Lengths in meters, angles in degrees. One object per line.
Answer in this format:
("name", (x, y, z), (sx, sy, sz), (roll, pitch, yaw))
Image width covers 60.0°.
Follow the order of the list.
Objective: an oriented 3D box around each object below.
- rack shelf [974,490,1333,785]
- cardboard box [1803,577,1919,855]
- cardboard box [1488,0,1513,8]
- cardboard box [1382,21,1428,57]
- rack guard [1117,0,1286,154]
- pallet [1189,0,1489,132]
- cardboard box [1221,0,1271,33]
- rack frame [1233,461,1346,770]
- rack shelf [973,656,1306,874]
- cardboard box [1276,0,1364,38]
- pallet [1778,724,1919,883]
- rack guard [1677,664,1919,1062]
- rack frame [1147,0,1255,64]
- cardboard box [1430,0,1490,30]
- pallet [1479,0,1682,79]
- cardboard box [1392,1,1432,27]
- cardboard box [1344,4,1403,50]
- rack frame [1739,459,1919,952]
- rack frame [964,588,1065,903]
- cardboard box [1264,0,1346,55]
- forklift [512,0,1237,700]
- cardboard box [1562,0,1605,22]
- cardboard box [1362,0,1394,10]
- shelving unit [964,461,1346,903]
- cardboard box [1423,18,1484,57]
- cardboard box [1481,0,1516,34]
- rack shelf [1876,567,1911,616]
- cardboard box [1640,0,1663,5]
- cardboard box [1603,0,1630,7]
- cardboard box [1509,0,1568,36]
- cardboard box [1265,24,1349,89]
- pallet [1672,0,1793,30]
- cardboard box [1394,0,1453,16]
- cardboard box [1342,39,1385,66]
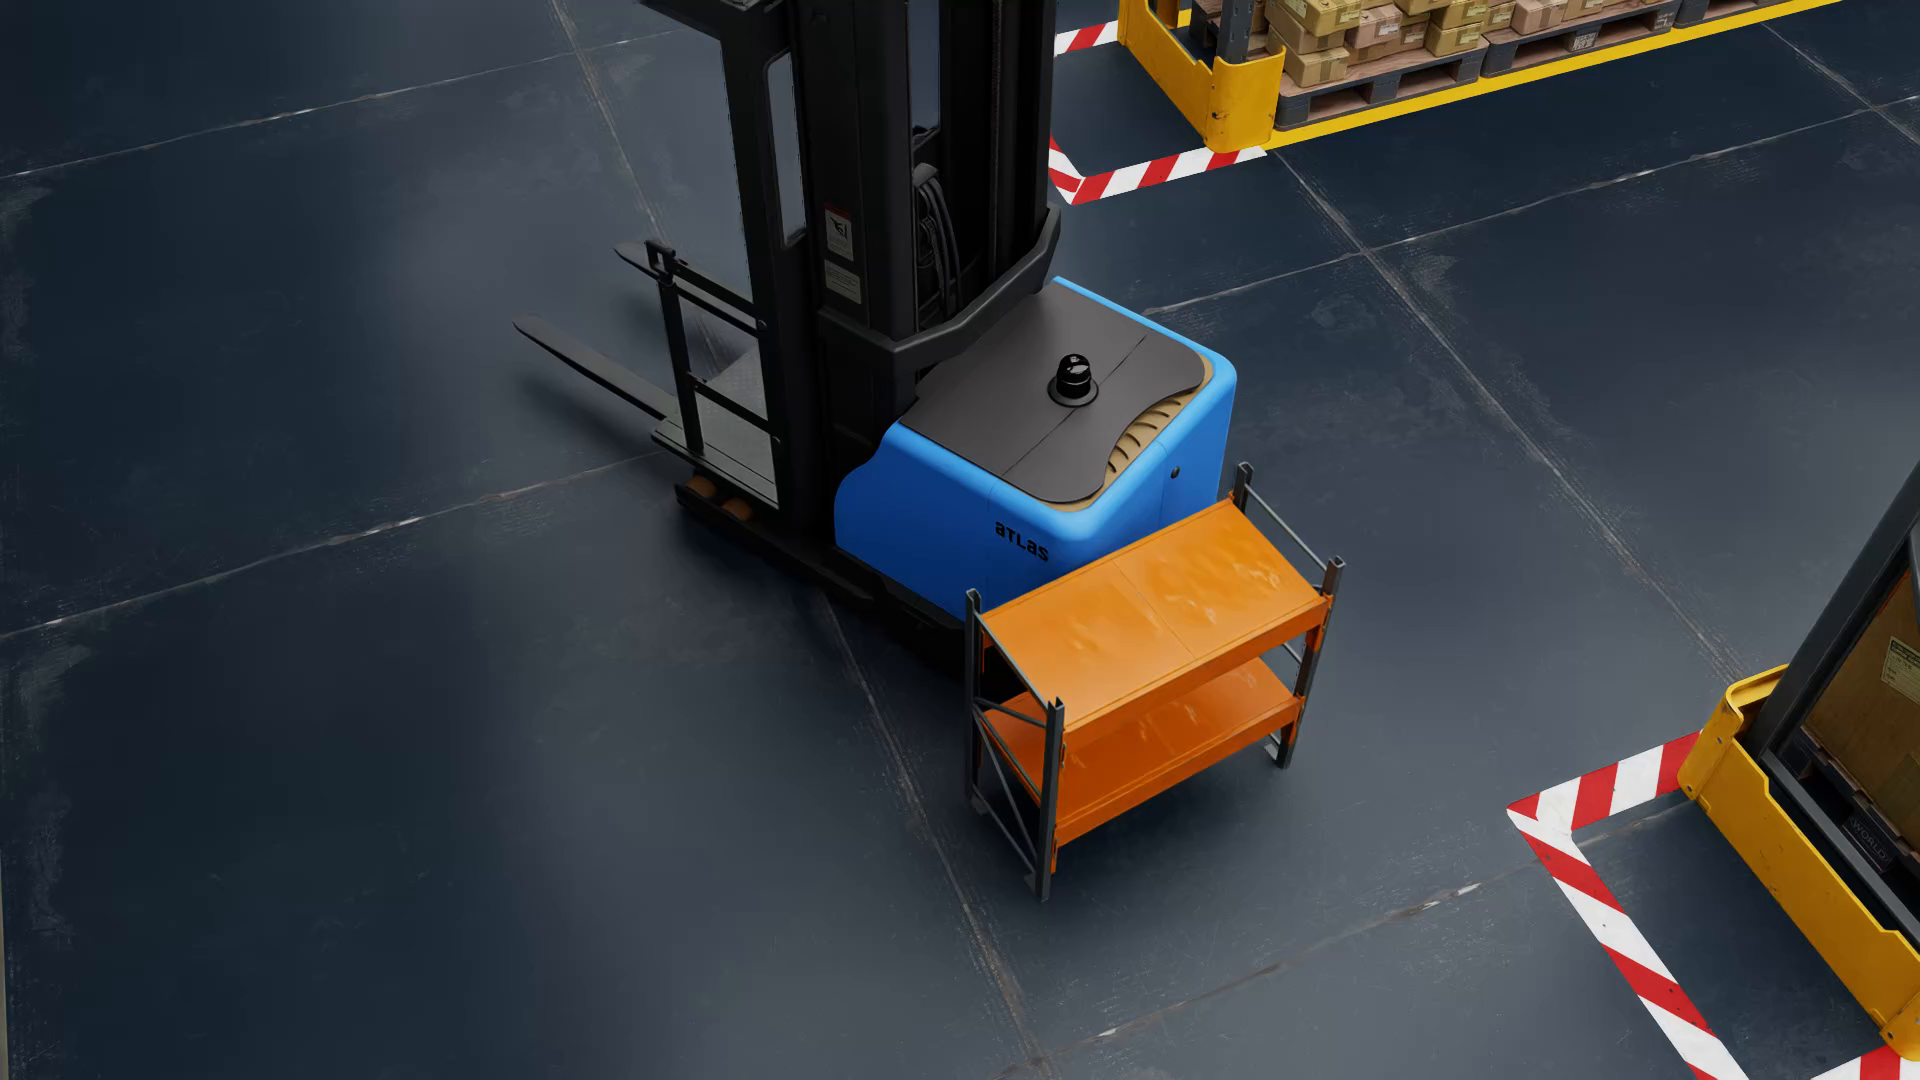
("rack shelf", (0.593, 0.289, 5.214), (1.000, 0.278, 0.538), (-24, 54, -20))
("cardboard box", (3.472, 0.516, 5.294), (0.875, 0.875, 0.875), (-17, 52, -14))
("cardboard box", (2.667, -2.899, 8.509), (0.250, 0.149, 0.380), (-19, 52, -16))
("cardboard box", (2.173, -2.654, 8.495), (0.250, 0.149, 0.380), (-17, 51, -14))
("rack guard", (1.199, -2.520, 8.425), (0.348, 0.500, 1.175), (-17, 52, -14))
("pallet", (1.964, -2.634, 8.713), (1.213, 0.211, 1.003), (-17, 52, -14))
("cardboard box", (1.537, -2.818, 8.636), (0.250, 0.149, 0.380), (-16, 51, -14))
("rack frame", (1.029, 0.281, 5.607), (0.032, 1.125, 0.500), (-24, 54, -20))
("rack shelf", (0.593, 0.638, 5.622), (1.000, 0.278, 0.538), (-24, 54, -20))
("cardboard box", (1.742, -2.626, 8.079), (0.250, 0.149, 0.380), (-19, 52, -16))
("pallet", (3.621, 0.825, 5.744), (1.213, 0.211, 1.003), (-17, 52, -14))
("rack guard", (2.888, 1.022, 5.384), (0.348, 0.500, 1.175), (-17, 52, -14))
("rack frame", (1.128, -3.312, 7.458), (0.127, 3.000, 1.000), (-17, 52, -14))
("cardboard box", (2.457, -2.756, 8.386), (0.250, 0.149, 0.380), (-16, 51, -13))
("pallet", (3.092, -2.981, 9.011), (1.213, 0.211, 1.003), (-17, 52, -14))
("cardboard box", (2.179, -2.758, 8.389), (0.250, 0.149, 0.380), (-17, 51, -14))
("cardboard box", (1.985, -2.626, 8.275), (0.250, 0.149, 0.380), (-17, 52, -14))
("rack frame", (2.910, 0.200, 4.441), (0.127, 3.000, 1.000), (-17, 52, -14))
("rack frame", (0.157, 0.677, 5.267), (0.032, 1.125, 0.500), (-24, 54, -20))
("cardboard box", (1.711, -2.587, 8.242), (0.250, 0.149, 0.380), (-15, 51, -13))
("forklift", (-0.509, -1.250, 5.732), (3.031, 2.935, 1.130), (30, 56, 23))
("cardboard box", (3.161, -2.899, 8.705), (0.250, 0.149, 0.380), (-17, 52, -14))
("cardboard box", (1.952, -2.789, 8.219), (0.250, 0.149, 0.380), (-16, 51, -14))
("shelving unit", (0.593, 0.479, 5.437), (1.048, 1.125, 0.538), (-24, 54, -20))
("cardboard box", (2.451, -2.651, 8.492), (0.250, 0.149, 0.380), (-17, 51, -14))
("cardboard box", (2.651, -2.791, 8.612), (0.250, 0.149, 0.380), (-17, 51, -14))
("rack shelf", (4.762, -0.139, 5.207), (4.000, 0.370, 1.077), (-17, 52, -14))
("cardboard box", (3.639, -3.019, 8.808), (0.250, 0.149, 0.380), (-17, 52, -14))
("cardboard box", (3.372, -2.991, 8.785), (0.250, 0.149, 0.380), (-16, 51, -14))
("cardboard box", (2.915, -2.801, 8.621), (0.250, 0.149, 0.380), (-20, 52, -16))
("cardboard box", (1.734, -2.446, 8.316), (0.250, 0.149, 0.380), (-16, 51, -14))
("pallet", (4.223, -3.334, 9.314), (1.213, 0.211, 1.003), (-17, 52, -14))
("cardboard box", (2.233, -2.771, 8.204), (0.250, 0.149, 0.380), (-17, 52, -14))
("cardboard box", (1.946, -2.578, 8.430), (0.250, 0.149, 0.380), (-17, 52, -14))
